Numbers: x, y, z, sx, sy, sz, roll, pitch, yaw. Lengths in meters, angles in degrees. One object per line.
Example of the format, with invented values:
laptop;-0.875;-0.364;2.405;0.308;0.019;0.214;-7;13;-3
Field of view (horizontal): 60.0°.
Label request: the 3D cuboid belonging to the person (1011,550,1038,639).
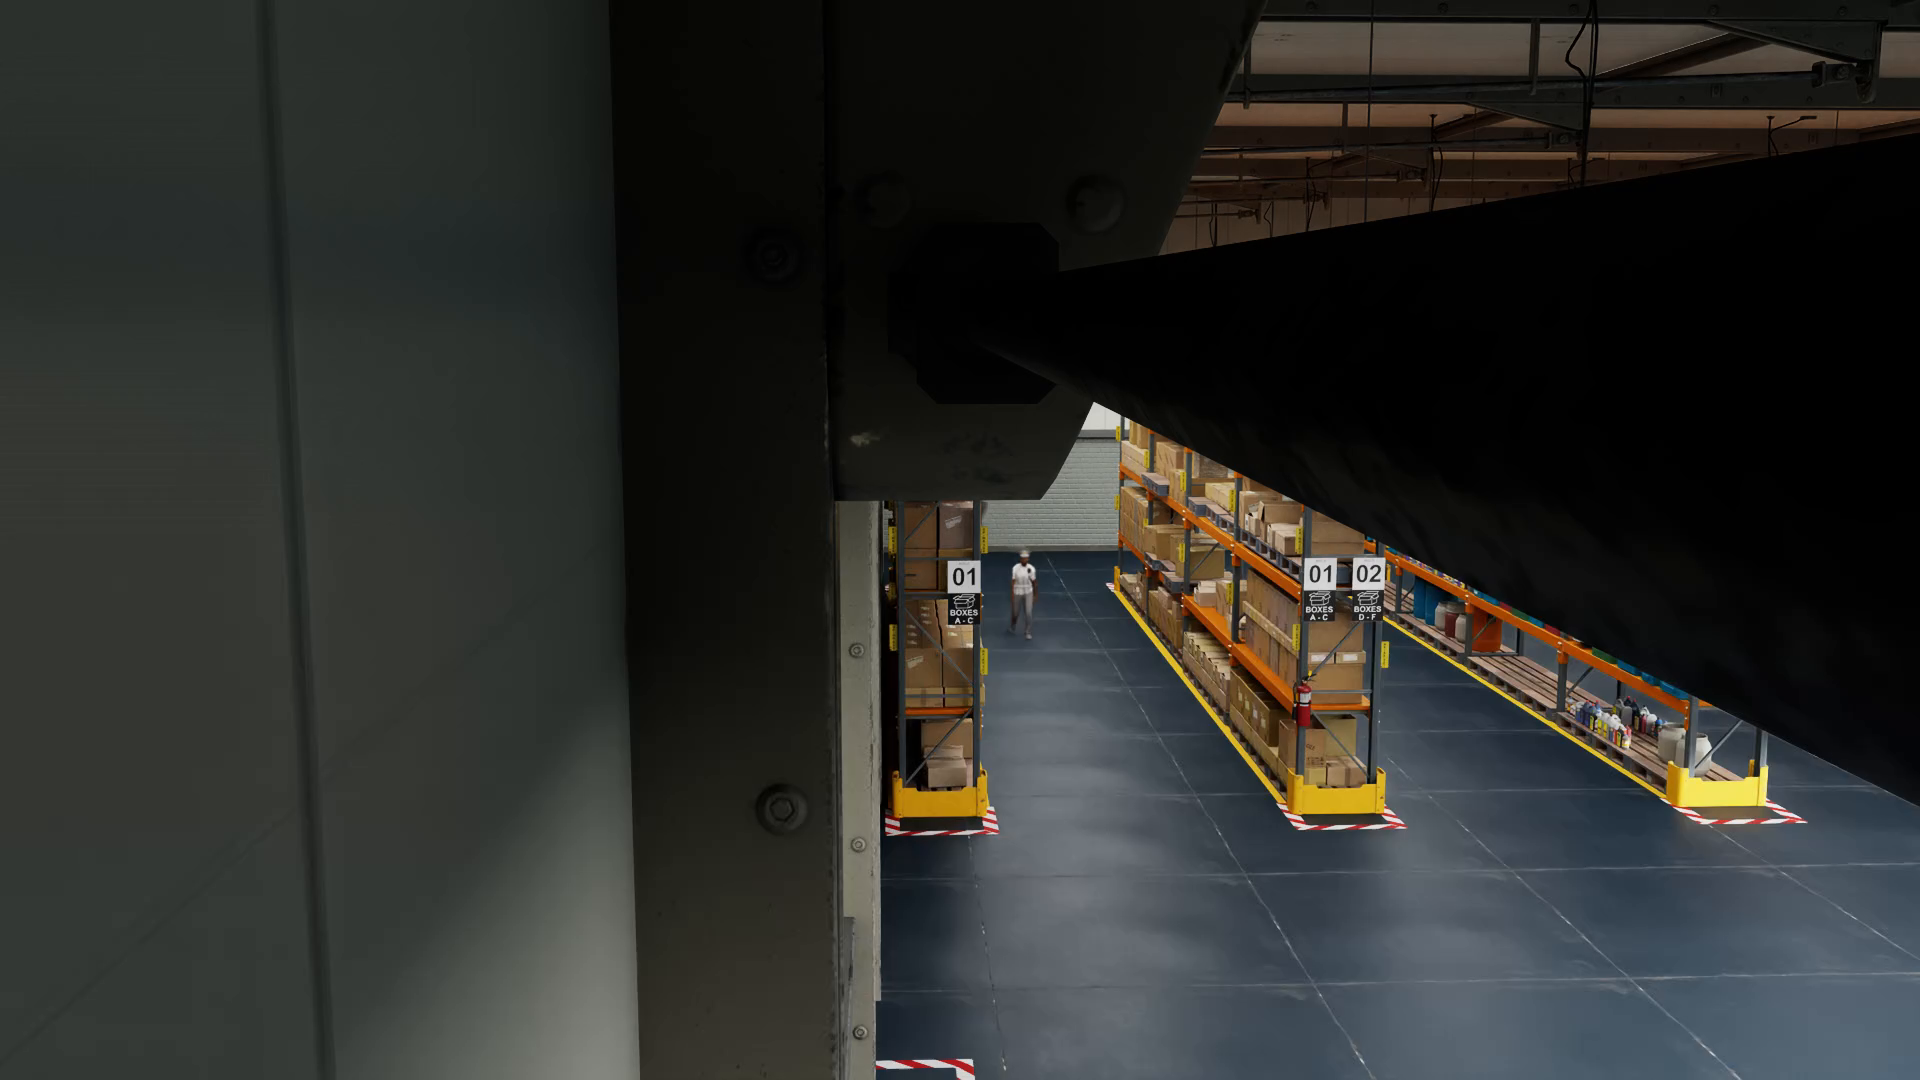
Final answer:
person;1.205;1.001;31.307;0.512;1.667;0.646;-1;8;-6
